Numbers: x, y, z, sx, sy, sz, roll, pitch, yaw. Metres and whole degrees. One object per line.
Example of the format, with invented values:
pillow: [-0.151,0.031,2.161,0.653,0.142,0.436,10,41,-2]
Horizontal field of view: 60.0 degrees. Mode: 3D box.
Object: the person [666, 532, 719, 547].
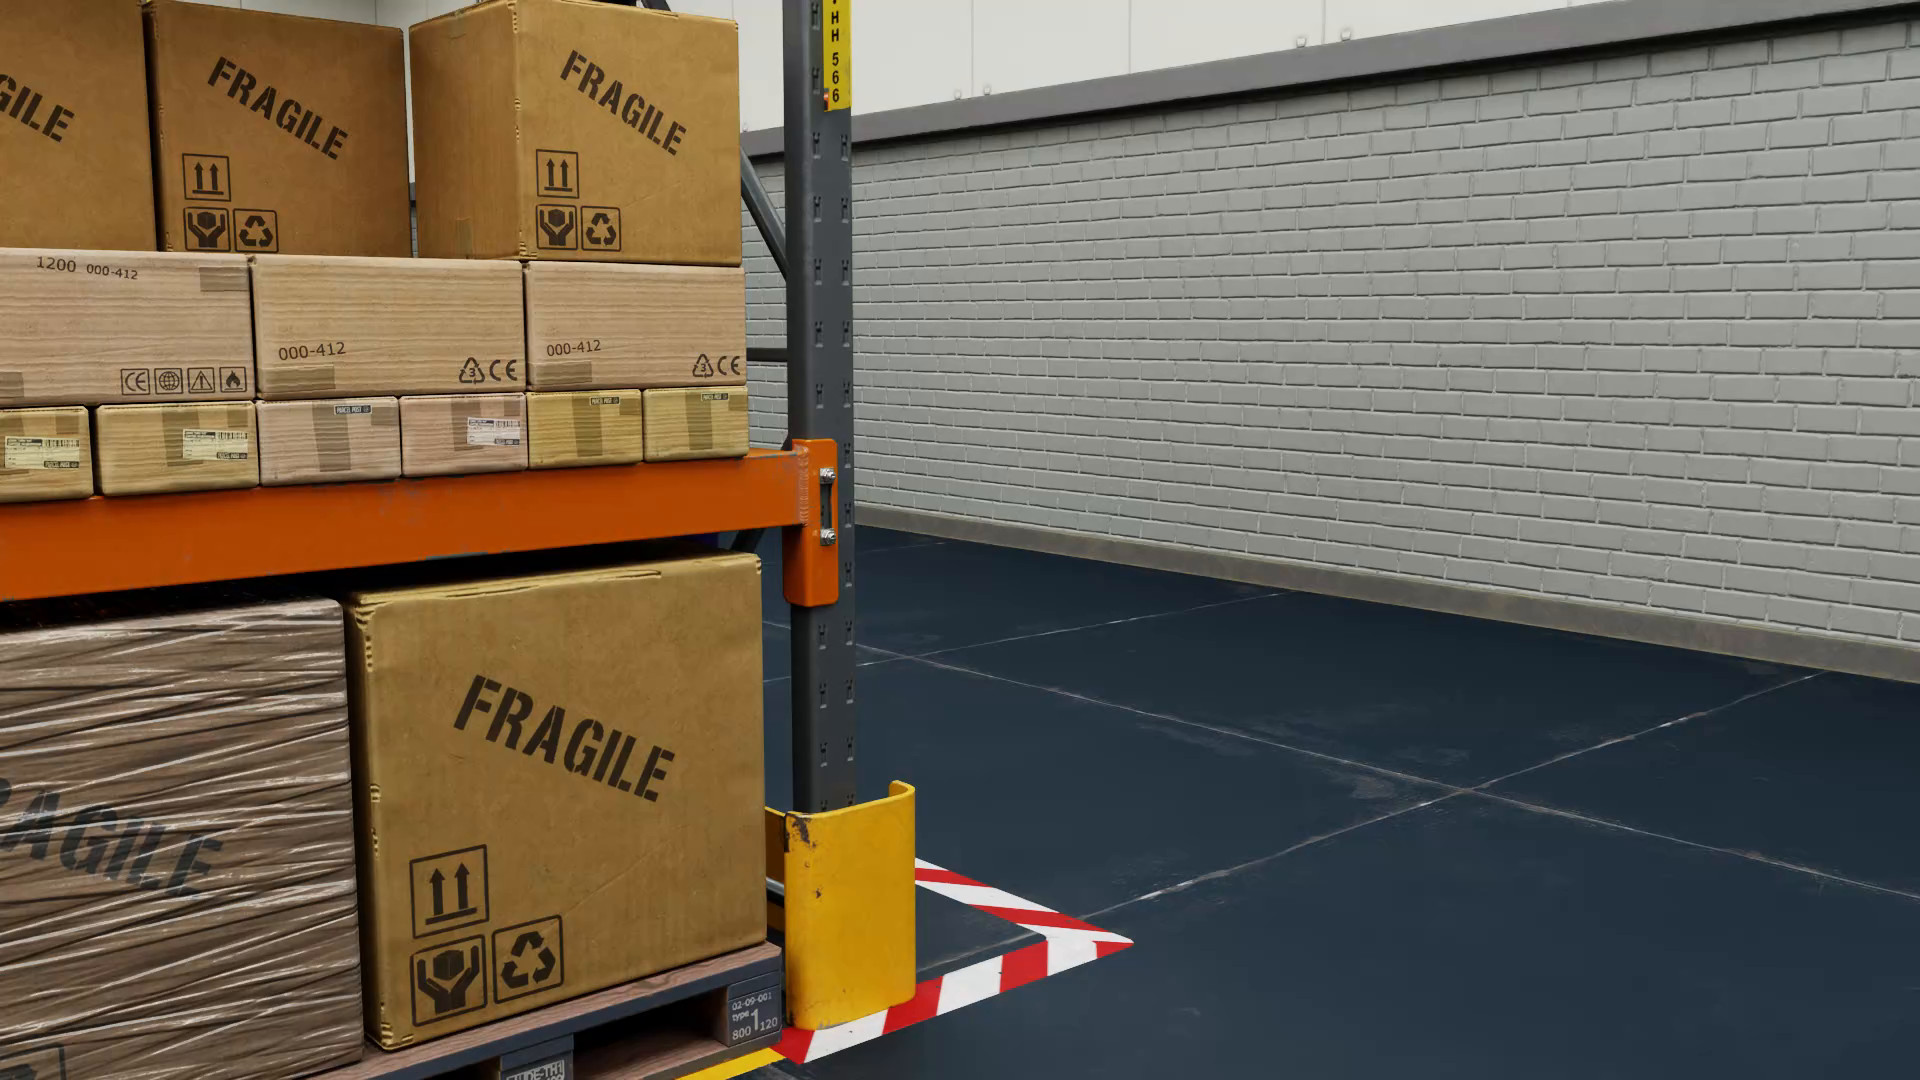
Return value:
person: [-1.185,-0.095,6.532,0.562,1.653,0.384,-7,10,-43]
